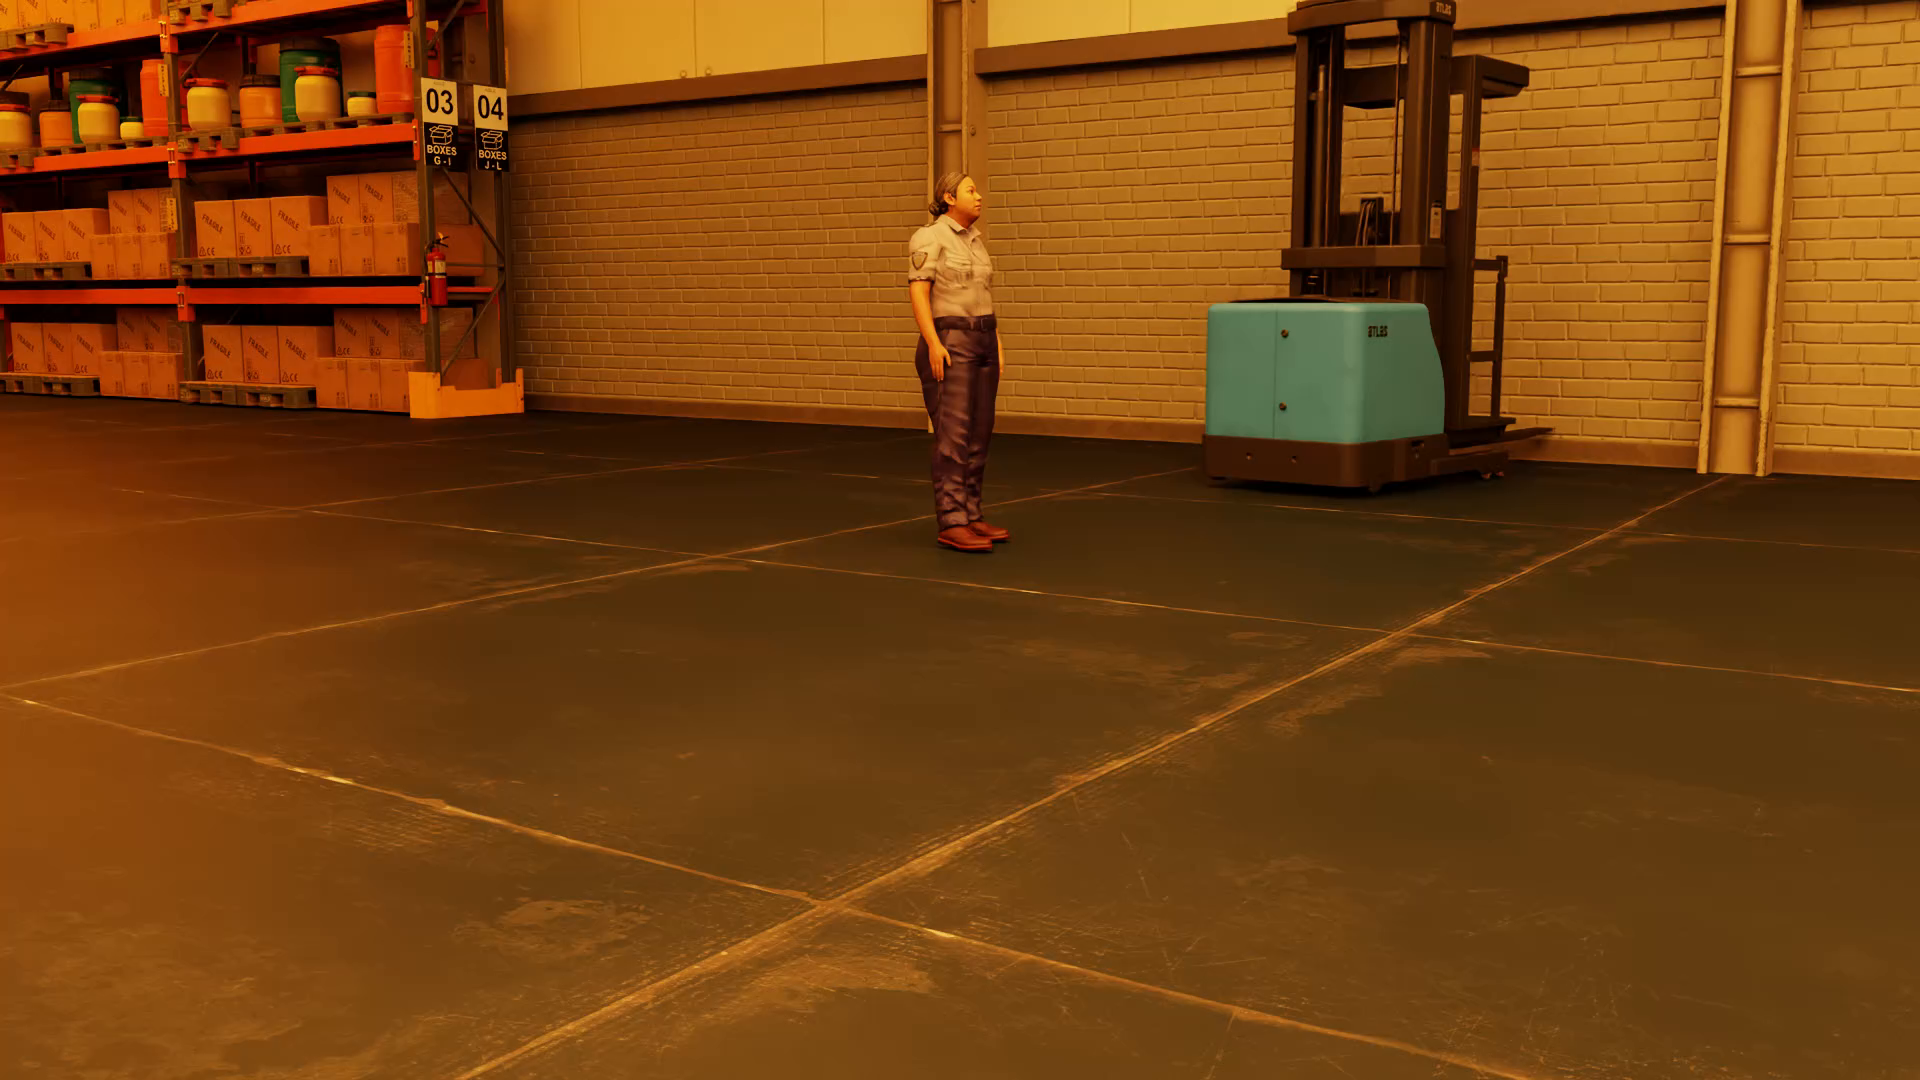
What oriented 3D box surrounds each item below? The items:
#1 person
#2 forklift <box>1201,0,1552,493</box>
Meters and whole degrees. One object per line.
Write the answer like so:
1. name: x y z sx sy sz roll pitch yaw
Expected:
1. person: 0.061 -0.813 7.419 0.503 1.650 0.599 5 10 34
2. forklift: 2.787 -1.868 10.331 1.130 2.935 3.031 7 11 42
